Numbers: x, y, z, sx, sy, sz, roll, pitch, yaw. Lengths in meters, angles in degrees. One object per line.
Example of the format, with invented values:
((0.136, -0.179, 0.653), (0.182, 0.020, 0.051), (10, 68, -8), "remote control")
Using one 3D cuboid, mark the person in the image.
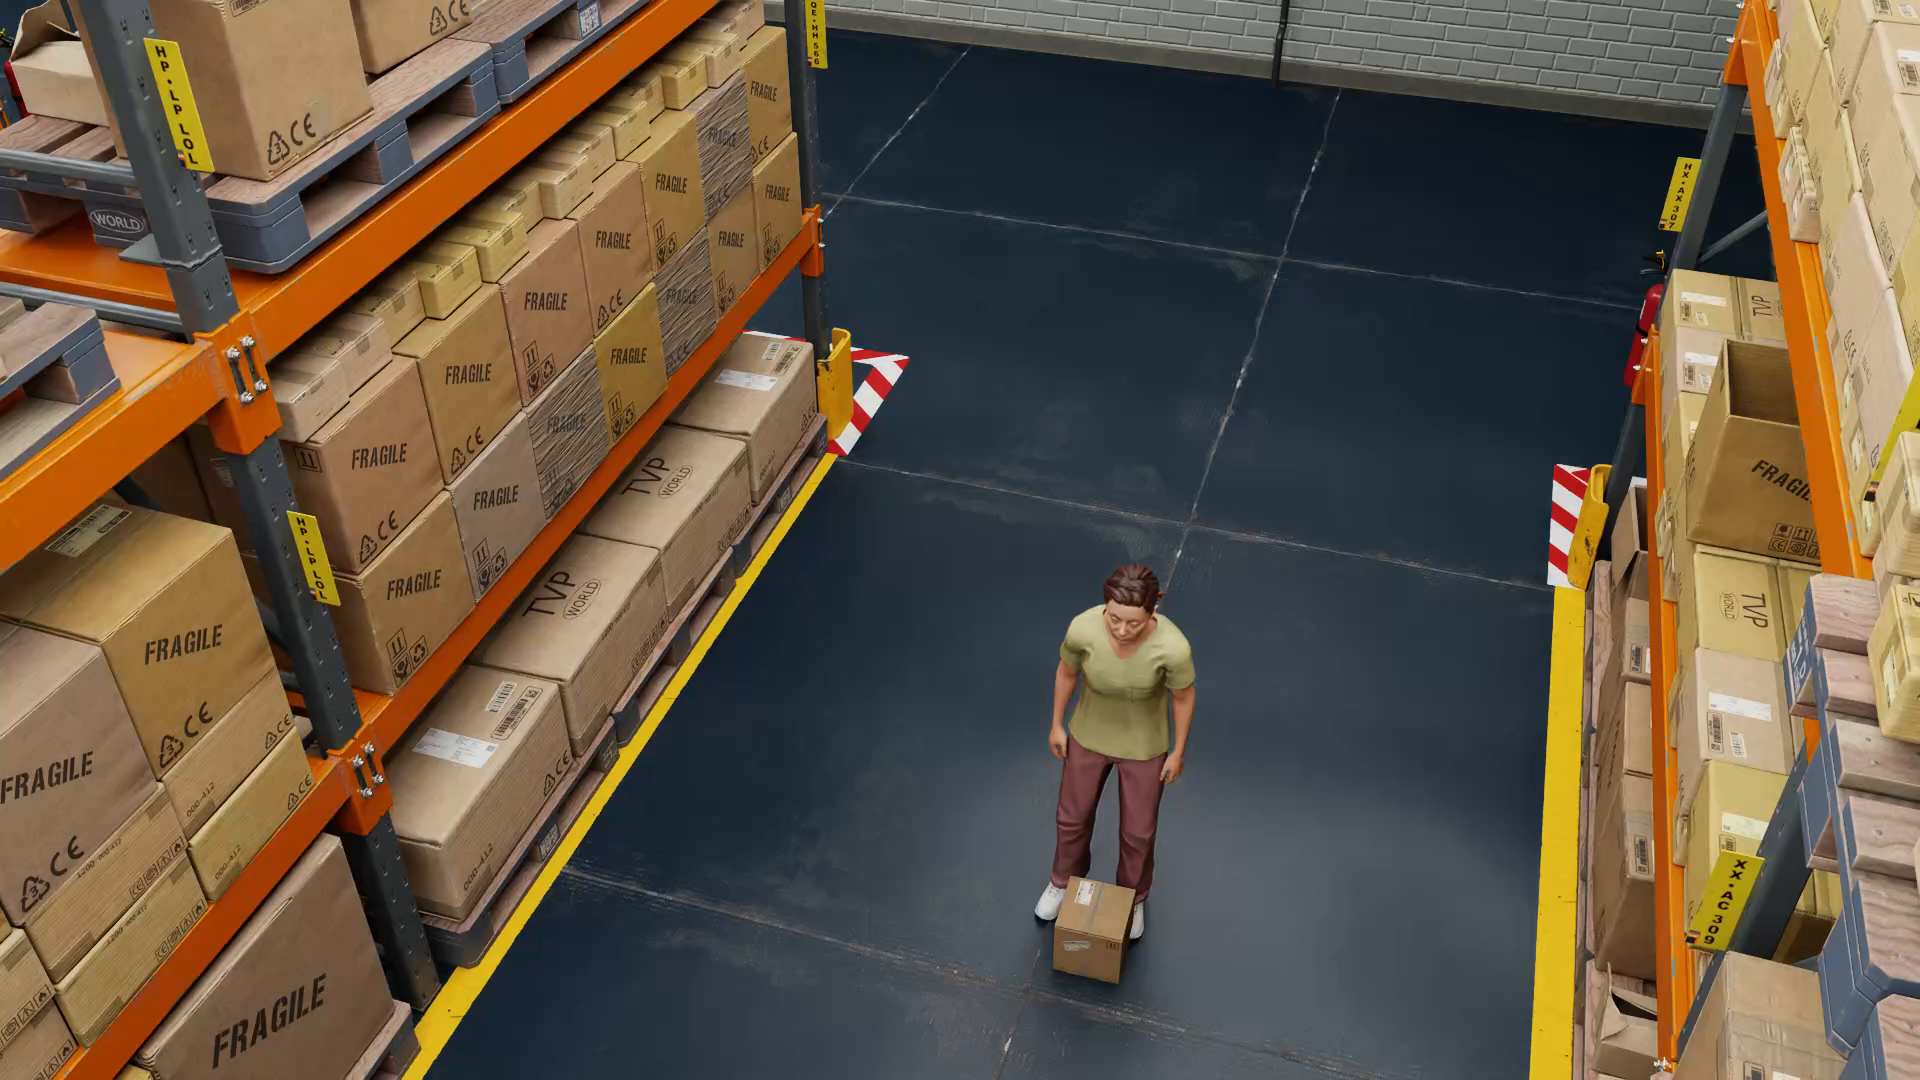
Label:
((0.560, 0.733, 5.924), (0.499, 1.673, 0.357), (11, 39, 14), "person")
